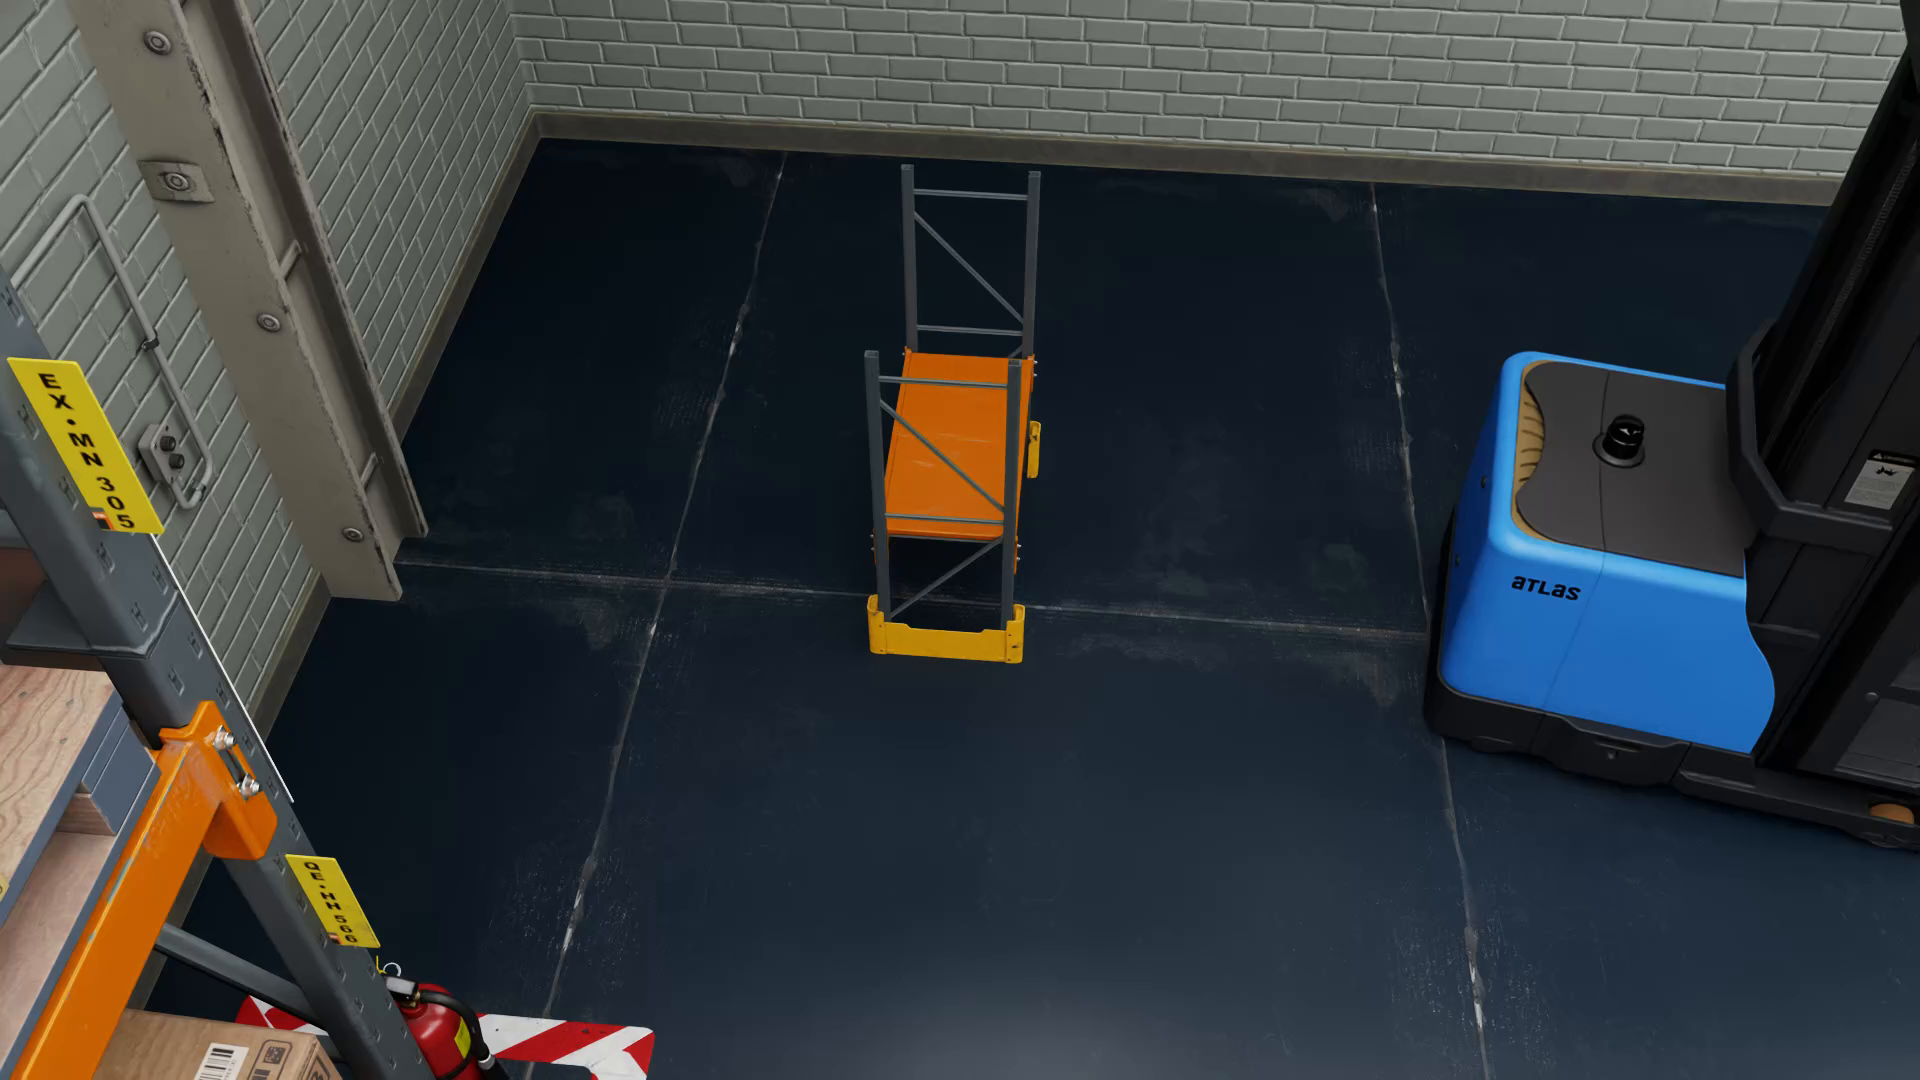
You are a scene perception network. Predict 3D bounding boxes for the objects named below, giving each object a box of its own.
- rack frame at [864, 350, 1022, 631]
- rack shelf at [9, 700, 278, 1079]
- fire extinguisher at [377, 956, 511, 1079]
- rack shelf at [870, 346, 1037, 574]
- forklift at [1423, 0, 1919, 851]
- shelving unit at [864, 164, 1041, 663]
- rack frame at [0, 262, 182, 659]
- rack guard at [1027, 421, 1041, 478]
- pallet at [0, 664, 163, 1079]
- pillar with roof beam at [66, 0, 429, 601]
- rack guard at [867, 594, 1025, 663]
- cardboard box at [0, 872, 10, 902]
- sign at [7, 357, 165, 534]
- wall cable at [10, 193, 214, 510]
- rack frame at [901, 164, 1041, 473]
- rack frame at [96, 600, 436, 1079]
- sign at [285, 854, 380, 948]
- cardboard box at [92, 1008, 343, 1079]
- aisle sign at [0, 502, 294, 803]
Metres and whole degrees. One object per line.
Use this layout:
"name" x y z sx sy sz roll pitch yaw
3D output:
"rack frame" -0.054 -0.070 5.824 0.500 1.500 0.032 4 48 4
"rack shelf" -1.916 1.815 1.538 1.077 0.370 4.000 4 48 4
"fire extinguisher" -1.260 1.187 3.963 0.296 0.674 0.183 4 48 4
"rack shelf" -0.008 -0.322 6.298 0.538 0.185 1.000 4 48 4
"forklift" 3.274 -0.320 5.082 3.031 2.935 1.130 12 49 11
"shelving unit" -0.007 -0.450 6.171 0.587 1.500 1.083 4 48 4
"rack frame" -1.733 -0.910 1.510 1.000 3.000 0.127 4 48 4
"rack guard" 0.038 -0.394 6.967 0.587 0.250 0.087 4 48 4
"pallet" -1.790 0.678 2.150 1.003 0.211 1.213 4 48 4
"pillar with roof beam" 1.939 -2.663 3.113 9.100 9.000 0.400 4 48 4
"rack guard" -0.052 0.338 6.298 0.587 0.250 0.087 4 48 4
"cardboard box" -1.536 0.534 1.972 0.500 0.250 0.500 5 48 5
"sign" -1.194 -0.123 2.276 0.100 0.325 0.005 4 48 4
"wall cable" -2.559 -0.233 4.267 0.084 1.984 1.851 4 48 4
"rack frame" 0.039 -0.817 6.507 0.500 1.500 0.032 4 48 4
"rack frame" -1.733 1.115 3.724 1.000 3.000 0.127 4 48 4
"sign" -1.194 0.691 3.166 0.100 0.325 0.005 4 48 4
"cardboard box" -1.770 1.389 3.269 0.980 0.700 0.700 6 48 5
"aisle sign" -1.428 0.205 2.794 0.394 0.787 0.004 4 48 4
